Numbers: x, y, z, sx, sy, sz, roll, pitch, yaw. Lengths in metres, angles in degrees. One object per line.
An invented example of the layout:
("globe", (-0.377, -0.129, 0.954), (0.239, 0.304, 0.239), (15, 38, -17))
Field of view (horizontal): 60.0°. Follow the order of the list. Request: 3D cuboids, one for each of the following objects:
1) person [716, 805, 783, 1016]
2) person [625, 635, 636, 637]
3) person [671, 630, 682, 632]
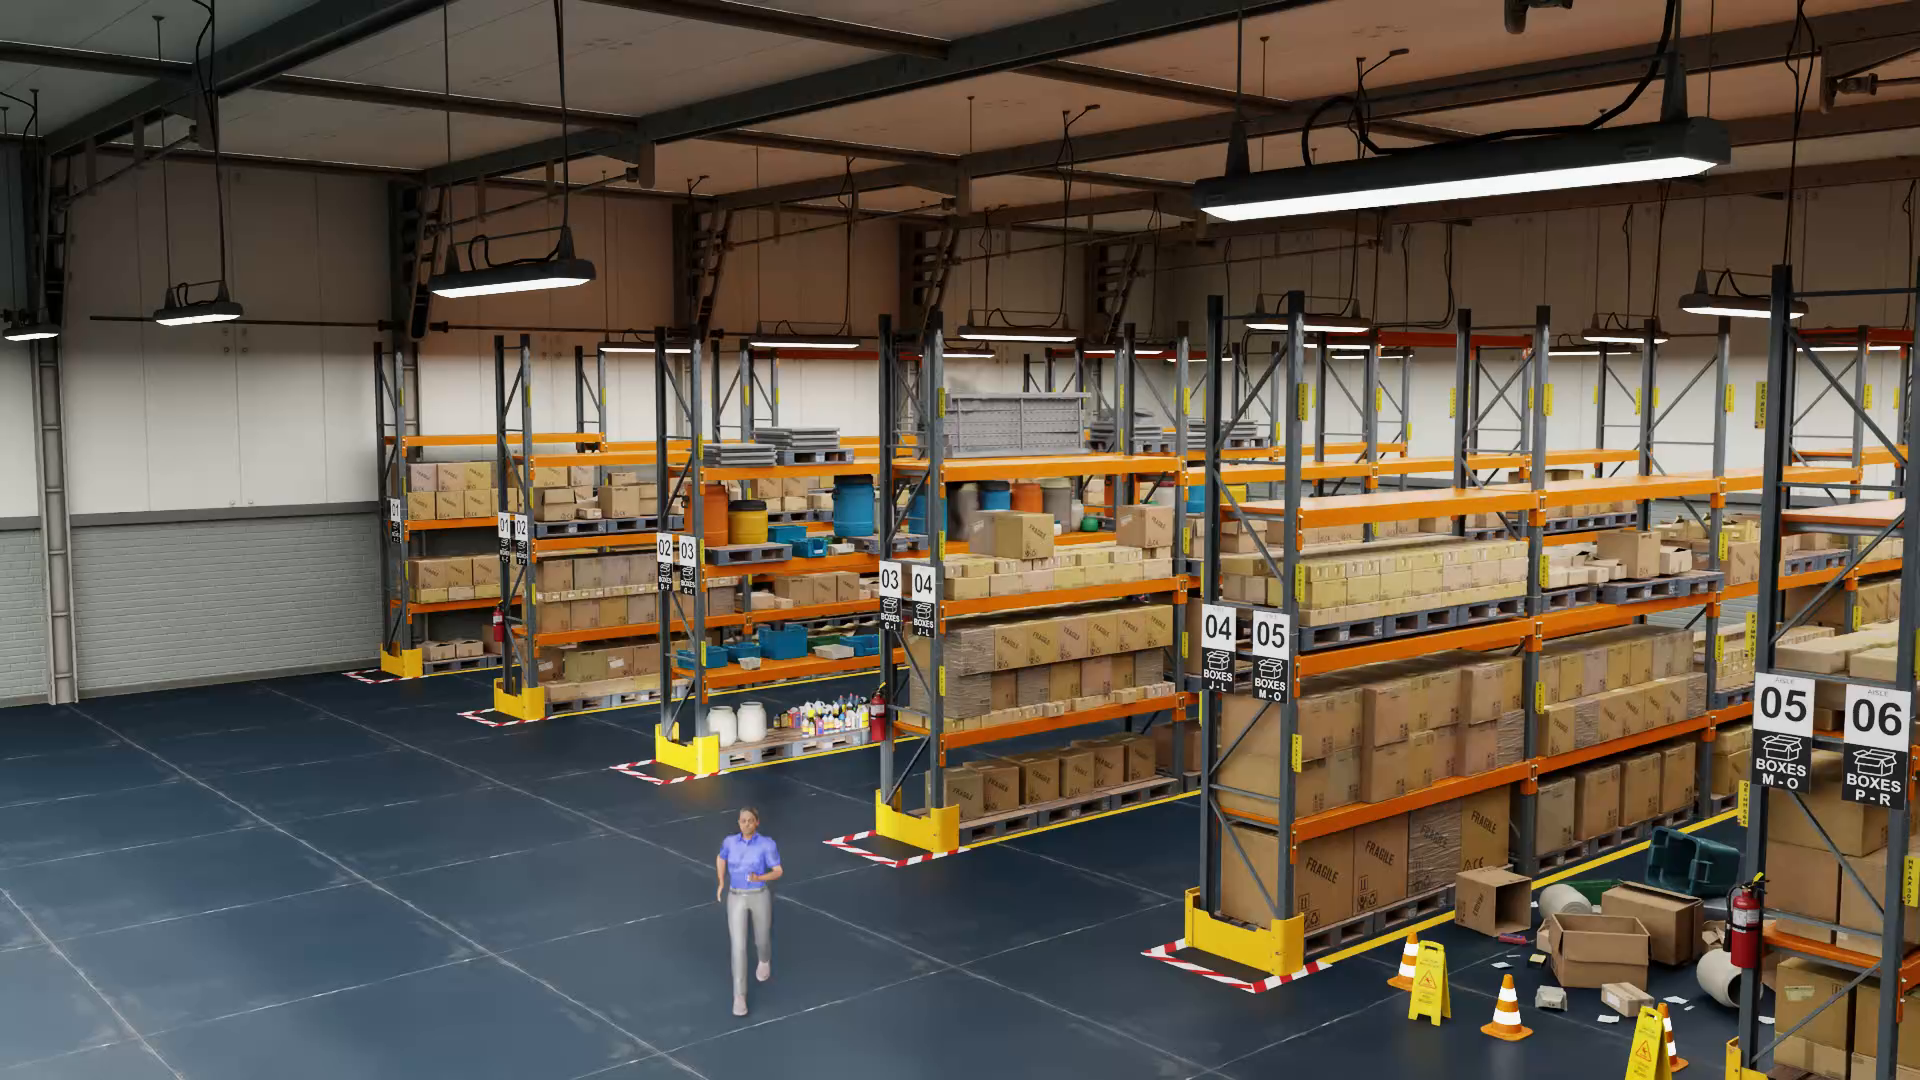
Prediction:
("person", (-1.779, 3.049, 14.012), (0.578, 1.639, 0.941), (0, 5, -2))
("person", (-5.873, 1.556, 29.906), (0.678, 1.783, 0.837), (5, 7, 43))
("person", (-5.073, 1.589, 29.999), (0.971, 1.686, 0.676), (-5, 7, -44))
